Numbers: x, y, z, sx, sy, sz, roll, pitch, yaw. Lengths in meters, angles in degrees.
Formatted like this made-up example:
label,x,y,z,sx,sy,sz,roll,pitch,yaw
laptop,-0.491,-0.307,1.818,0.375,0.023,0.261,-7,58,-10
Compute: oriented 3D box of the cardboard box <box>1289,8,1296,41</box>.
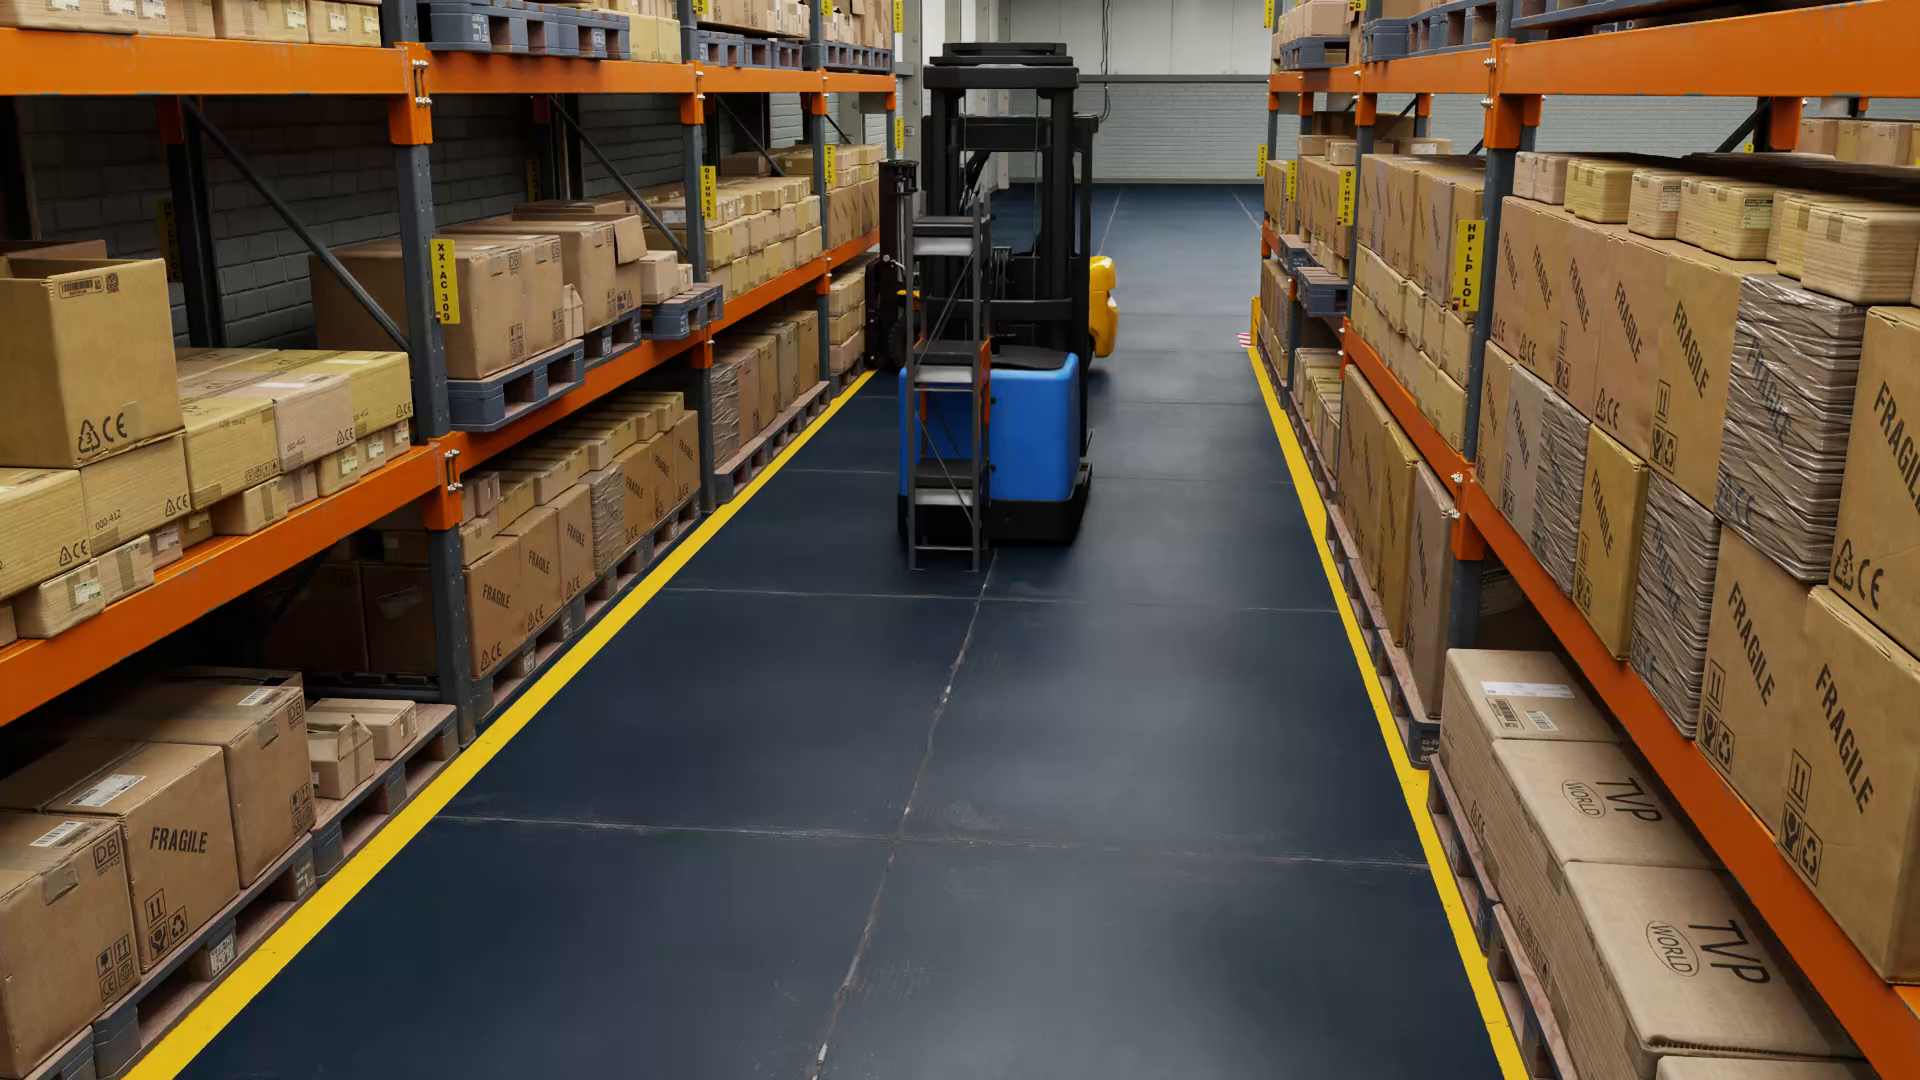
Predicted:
label,x,y,z,sx,sy,sz,roll,pitch,yaw
cardboard box,2.821,-3.970,12.835,0.500,0.250,0.500,1,15,5

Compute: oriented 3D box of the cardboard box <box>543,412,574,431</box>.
label,x,y,z,sx,sy,sz,roll,pitch,yaw
cardboard box,-2.472,-0.688,9.701,0.380,0.149,0.250,2,15,7

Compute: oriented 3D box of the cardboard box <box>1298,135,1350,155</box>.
label,x,y,z,sx,sy,sz,roll,pitch,yaw
cardboard box,2.881,-3.128,13.175,0.380,0.149,0.250,2,15,6

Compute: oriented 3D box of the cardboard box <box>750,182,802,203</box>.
label,x,y,z,sx,sy,sz,roll,pitch,yaw
cardboard box,-1.454,-2.742,13.121,0.380,0.149,0.250,1,15,5

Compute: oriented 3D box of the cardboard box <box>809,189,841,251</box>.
label,x,y,z,sx,sy,sz,roll,pitch,yaw
cardboard box,-1.338,-2.833,14.700,0.500,0.500,0.500,1,15,5

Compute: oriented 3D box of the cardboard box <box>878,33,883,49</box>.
label,x,y,z,sx,sy,sz,roll,pitch,yaw
cardboard box,-0.988,-5.068,16.898,0.380,0.149,0.250,1,15,5

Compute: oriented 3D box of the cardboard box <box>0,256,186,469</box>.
label,x,y,z,sx,sy,sz,roll,pitch,yaw
cardboard box,-2.513,-0.497,4.534,0.500,0.500,0.500,2,15,8

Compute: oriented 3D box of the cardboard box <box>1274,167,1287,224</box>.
label,x,y,z,sx,sy,sz,roll,pitch,yaw
cardboard box,3.247,-3.248,15.665,0.500,0.500,0.500,1,15,5

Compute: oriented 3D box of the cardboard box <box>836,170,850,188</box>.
label,x,y,z,sx,sy,sz,roll,pitch,yaw
cardboard box,-1.219,-3.311,15.225,0.380,0.149,0.250,2,15,7

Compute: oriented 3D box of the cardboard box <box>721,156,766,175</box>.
label,x,y,z,sx,sy,sz,roll,pitch,yaw
cardboard box,-1.911,-3.274,14.519,0.380,0.149,0.250,2,15,6

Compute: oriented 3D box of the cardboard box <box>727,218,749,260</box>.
label,x,y,z,sx,sy,sz,roll,pitch,yaw
cardboard box,-1.748,-2.046,11.313,0.500,0.250,0.500,2,15,8

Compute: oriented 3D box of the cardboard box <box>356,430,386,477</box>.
label,x,y,z,sx,sy,sz,roll,pitch,yaw
cardboard box,-2.343,-0.323,6.090,0.380,0.149,0.250,2,15,8

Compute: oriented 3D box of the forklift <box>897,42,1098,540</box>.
label,x,y,z,sx,sy,sz,roll,pitch,yaw
forklift,0.329,-1.748,11.013,1.130,2.935,3.031,2,15,7

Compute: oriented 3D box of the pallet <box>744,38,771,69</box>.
label,x,y,z,sx,sy,sz,roll,pitch,yaw
pallet,-1.988,-3.465,11.846,1.003,0.211,1.213,2,15,9

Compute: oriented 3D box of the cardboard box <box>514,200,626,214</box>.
label,x,y,z,sx,sy,sz,roll,pitch,yaw
cardboard box,-2.312,-1.762,9.935,0.500,0.500,0.500,2,15,9

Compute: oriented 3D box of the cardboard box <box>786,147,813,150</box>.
label,x,y,z,sx,sy,sz,roll,pitch,yaw
cardboard box,-1.572,-3.870,16.724,0.380,0.149,0.250,2,15,8

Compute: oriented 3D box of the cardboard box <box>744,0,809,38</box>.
label,x,y,z,sx,sy,sz,roll,pitch,yaw
cardboard box,-1.487,-4.138,13.148,0.500,0.311,0.500,1,15,4

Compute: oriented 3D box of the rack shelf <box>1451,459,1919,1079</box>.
label,x,y,z,sx,sy,sz,roll,pitch,yaw
rack shelf,2.157,0.409,4.281,1.077,0.370,4.000,2,15,6

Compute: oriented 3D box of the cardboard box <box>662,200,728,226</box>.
label,x,y,z,sx,sy,sz,roll,pitch,yaw
cardboard box,-1.741,-2.144,10.911,0.380,0.149,0.250,2,15,7

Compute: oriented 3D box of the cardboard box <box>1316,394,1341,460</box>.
label,x,y,z,sx,sy,sz,roll,pitch,yaw
cardboard box,2.983,-0.767,11.480,0.950,0.372,0.625,1,15,5

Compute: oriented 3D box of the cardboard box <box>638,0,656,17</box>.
label,x,y,z,sx,sy,sz,roll,pitch,yaw
cardboard box,-1.948,-3.042,9.443,0.380,0.149,0.250,1,15,5

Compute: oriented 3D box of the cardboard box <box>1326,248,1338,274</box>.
label,x,y,z,sx,sy,sz,roll,pitch,yaw
cardboard box,2.579,-1.806,10.772,0.380,0.149,0.250,2,15,6

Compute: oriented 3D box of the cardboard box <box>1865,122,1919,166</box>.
label,x,y,z,sx,sy,sz,roll,pitch,yaw
cardboard box,8.237,-3.247,14.066,0.875,0.550,0.550,2,15,6

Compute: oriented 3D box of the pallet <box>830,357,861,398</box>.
label,x,y,z,sx,sy,sz,roll,pitch,yaw
pallet,-1.516,-1.536,15.438,1.003,0.211,1.213,2,15,6

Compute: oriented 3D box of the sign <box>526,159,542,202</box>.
label,x,y,z,sx,sy,sz,roll,pitch,yaw
sign,-2.650,-2.214,10.386,0.100,0.325,0.005,2,15,6

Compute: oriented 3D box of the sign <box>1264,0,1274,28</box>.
label,x,y,z,sx,sy,sz,roll,pitch,yaw
sign,3.197,-5.455,17.169,0.100,0.325,0.005,2,15,6

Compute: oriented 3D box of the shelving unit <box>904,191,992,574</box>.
label,x,y,z,sx,sy,sz,roll,pitch,yaw
shelving unit,-0.061,-0.893,9.444,0.431,2.100,0.503,2,15,7

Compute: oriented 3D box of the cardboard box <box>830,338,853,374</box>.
label,x,y,z,sx,sy,sz,roll,pitch,yaw
cardboard box,-1.264,-1.668,15.048,0.500,0.250,0.500,2,15,7

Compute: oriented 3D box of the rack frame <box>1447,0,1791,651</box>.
label,x,y,z,sx,sy,sz,roll,pitch,yaw
rack frame,2.382,-0.457,6.106,1.000,3.000,0.127,2,15,6

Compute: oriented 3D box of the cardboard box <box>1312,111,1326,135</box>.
label,x,y,z,sx,sy,sz,roll,pitch,yaw
cardboard box,3.831,-3.974,16.435,0.700,0.500,0.500,2,15,7

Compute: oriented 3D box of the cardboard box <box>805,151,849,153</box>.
label,x,y,z,sx,sy,sz,roll,pitch,yaw
cardboard box,-1.250,-3.592,15.697,0.380,0.149,0.250,2,15,6

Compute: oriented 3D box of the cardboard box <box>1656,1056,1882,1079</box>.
label,x,y,z,sx,sy,sz,roll,pitch,yaw
cardboard box,1.906,1.440,3.192,0.875,0.438,0.875,1,15,4

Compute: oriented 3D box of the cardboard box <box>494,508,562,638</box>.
label,x,y,z,sx,sy,sz,roll,pitch,yaw
cardboard box,-2.221,0.144,7.865,0.500,0.500,0.500,1,15,6

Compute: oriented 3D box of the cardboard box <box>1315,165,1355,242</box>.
label,x,y,z,sx,sy,sz,roll,pitch,yaw
cardboard box,2.712,-2.280,11.283,0.500,0.500,0.500,1,15,2

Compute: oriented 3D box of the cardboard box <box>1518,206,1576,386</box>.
label,x,y,z,sx,sy,sz,roll,pitch,yaw
cardboard box,2.025,-0.741,5.048,0.500,0.500,0.500,1,15,6

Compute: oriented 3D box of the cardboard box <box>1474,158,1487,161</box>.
label,x,y,z,sx,sy,sz,roll,pitch,yaw
cardboard box,2.986,-1.750,8.781,0.500,0.500,0.500,2,15,7

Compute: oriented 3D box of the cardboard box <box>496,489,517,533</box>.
label,x,y,z,sx,sy,sz,roll,pitch,yaw
cardboard box,-2.273,-0.138,7.666,0.380,0.149,0.250,1,15,3

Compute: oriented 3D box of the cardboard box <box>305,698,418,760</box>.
label,x,y,z,sx,sy,sz,roll,pitch,yaw
cardboard box,-2.321,0.724,6.394,0.380,0.149,0.250,1,15,5

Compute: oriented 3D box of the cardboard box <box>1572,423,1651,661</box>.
label,x,y,z,sx,sy,sz,roll,pitch,yaw
cardboard box,1.888,0.002,4.218,0.500,0.500,0.500,2,15,8

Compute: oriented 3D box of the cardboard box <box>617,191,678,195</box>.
label,x,y,z,sx,sy,sz,roll,pitch,yaw
cardboard box,-2.244,-2.426,11.954,0.380,0.149,0.250,1,15,5

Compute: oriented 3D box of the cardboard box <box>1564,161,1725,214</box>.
label,x,y,z,sx,sy,sz,roll,pitch,yaw
cardboard box,2.000,-1.030,4.874,0.380,0.149,0.250,2,15,6

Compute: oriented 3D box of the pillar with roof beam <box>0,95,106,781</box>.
label,x,y,z,sx,sy,sz,roll,pitch,yaw
pillar with roof beam,0.753,-3.217,4.821,9.100,9.000,0.400,2,15,6

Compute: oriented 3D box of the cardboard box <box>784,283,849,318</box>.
label,x,y,z,sx,sy,sz,roll,pitch,yaw
cardboard box,-1.281,-2.151,14.919,0.500,0.250,0.500,1,15,5

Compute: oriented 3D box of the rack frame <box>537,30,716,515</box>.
label,x,y,z,sx,sy,sz,roll,pitch,yaw
rack frame,-2.099,-1.640,10.479,1.000,3.000,0.127,2,15,6

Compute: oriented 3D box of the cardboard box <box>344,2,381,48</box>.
label,x,y,z,sx,sy,sz,roll,pitch,yaw
cardboard box,-2.297,-1.827,5.907,0.380,0.149,0.250,2,15,6

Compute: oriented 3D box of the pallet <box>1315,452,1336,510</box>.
label,x,y,z,sx,sy,sz,roll,pitch,yaw
pallet,2.923,-0.351,11.056,1.003,0.211,1.213,2,15,6

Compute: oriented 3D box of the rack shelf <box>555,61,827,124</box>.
label,x,y,z,sx,sy,sz,roll,pitch,yaw
rack shelf,-1.873,-3.259,12.100,1.077,0.370,4.000,2,15,6

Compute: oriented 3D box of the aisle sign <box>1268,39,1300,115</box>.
label,x,y,z,sx,sy,sz,roll,pitch,yaw
aisle sign,3.436,-4.849,17.369,0.394,0.787,0.004,2,15,6

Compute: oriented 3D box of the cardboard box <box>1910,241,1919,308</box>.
label,x,y,z,sx,sy,sz,roll,pitch,yaw
cardboard box,1.777,-0.429,2.653,0.380,0.149,0.250,2,15,7

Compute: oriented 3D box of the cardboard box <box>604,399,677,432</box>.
label,x,y,z,sx,sy,sz,roll,pitch,yaw
cardboard box,-1.903,-0.742,9.900,0.380,0.149,0.250,1,15,3

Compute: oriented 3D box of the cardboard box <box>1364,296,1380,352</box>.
label,x,y,z,sx,sy,sz,roll,pitch,yaw
cardboard box,2.488,-1.169,9.025,0.500,0.250,0.500,1,15,5

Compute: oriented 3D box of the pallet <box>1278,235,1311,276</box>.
label,x,y,z,sx,sy,sz,roll,pitch,yaw
pallet,3.054,-2.245,13.087,1.003,0.211,1.213,2,15,6

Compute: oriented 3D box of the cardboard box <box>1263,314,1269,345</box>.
label,x,y,z,sx,sy,sz,roll,pitch,yaw
cardboard box,3.306,-2.111,16.687,0.500,0.250,0.500,2,15,8
